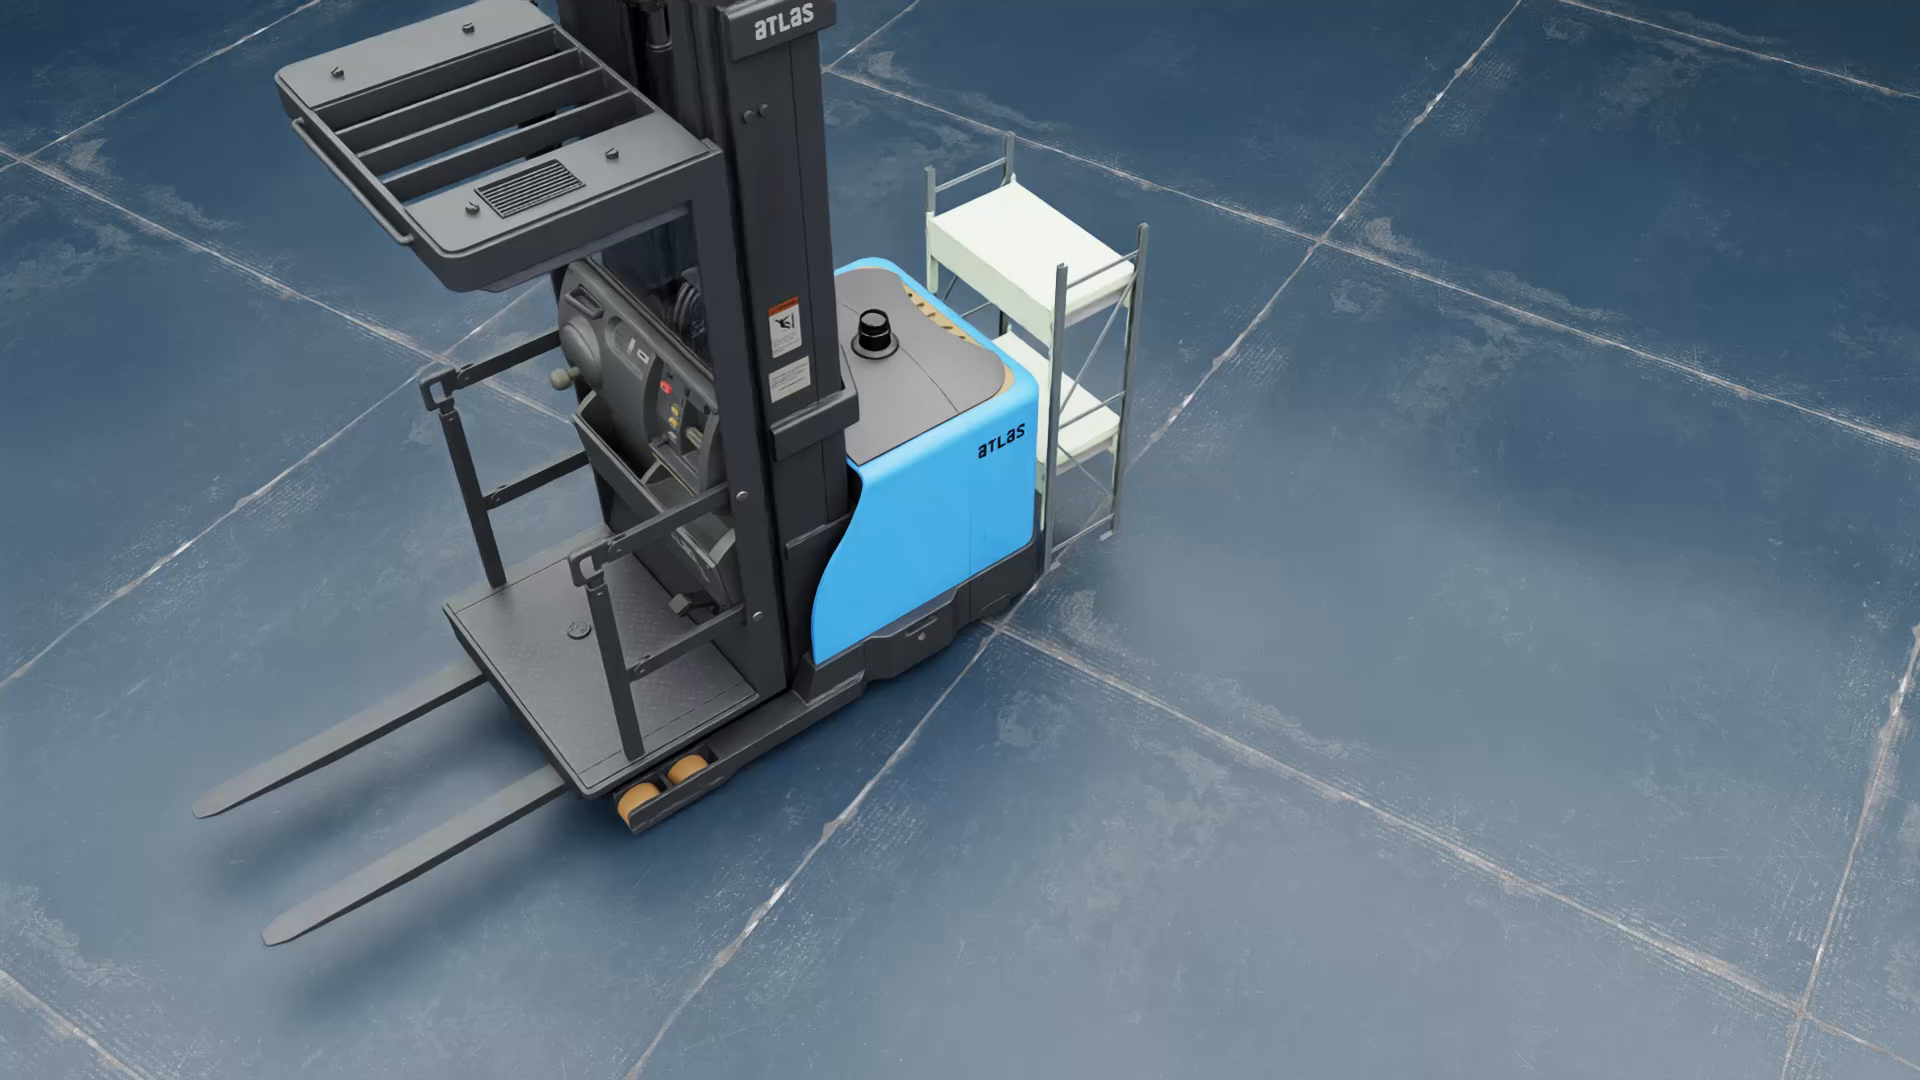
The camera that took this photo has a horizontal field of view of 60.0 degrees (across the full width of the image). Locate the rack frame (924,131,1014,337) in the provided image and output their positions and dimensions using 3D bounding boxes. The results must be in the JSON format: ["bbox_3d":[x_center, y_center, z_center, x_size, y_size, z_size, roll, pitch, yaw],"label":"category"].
[{"bbox_3d":[0.034,-0.888,6.567,0.400,1.500,0.023,-29,53,-25],"label":"rack frame"}]

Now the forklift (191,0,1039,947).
[{"bbox_3d":[-1.180,-0.450,5.144,3.031,2.935,1.130,-29,53,-25],"label":"forklift"}]

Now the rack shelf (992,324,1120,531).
[{"bbox_3d":[0.259,-0.454,6.600,0.431,0.370,0.720,-29,53,-25],"label":"rack shelf"}]

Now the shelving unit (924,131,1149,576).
[{"bbox_3d":[0.259,-0.682,6.366,0.431,1.500,0.755,-29,53,-25],"label":"shelving unit"}]

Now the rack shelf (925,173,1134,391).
[{"bbox_3d":[0.260,-0.954,6.087,0.431,0.370,0.720,-29,53,-25],"label":"rack shelf"}]

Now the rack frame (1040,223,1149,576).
[{"bbox_3d":[0.485,-0.475,6.165,0.400,1.500,0.023,-29,53,-25],"label":"rack frame"}]
